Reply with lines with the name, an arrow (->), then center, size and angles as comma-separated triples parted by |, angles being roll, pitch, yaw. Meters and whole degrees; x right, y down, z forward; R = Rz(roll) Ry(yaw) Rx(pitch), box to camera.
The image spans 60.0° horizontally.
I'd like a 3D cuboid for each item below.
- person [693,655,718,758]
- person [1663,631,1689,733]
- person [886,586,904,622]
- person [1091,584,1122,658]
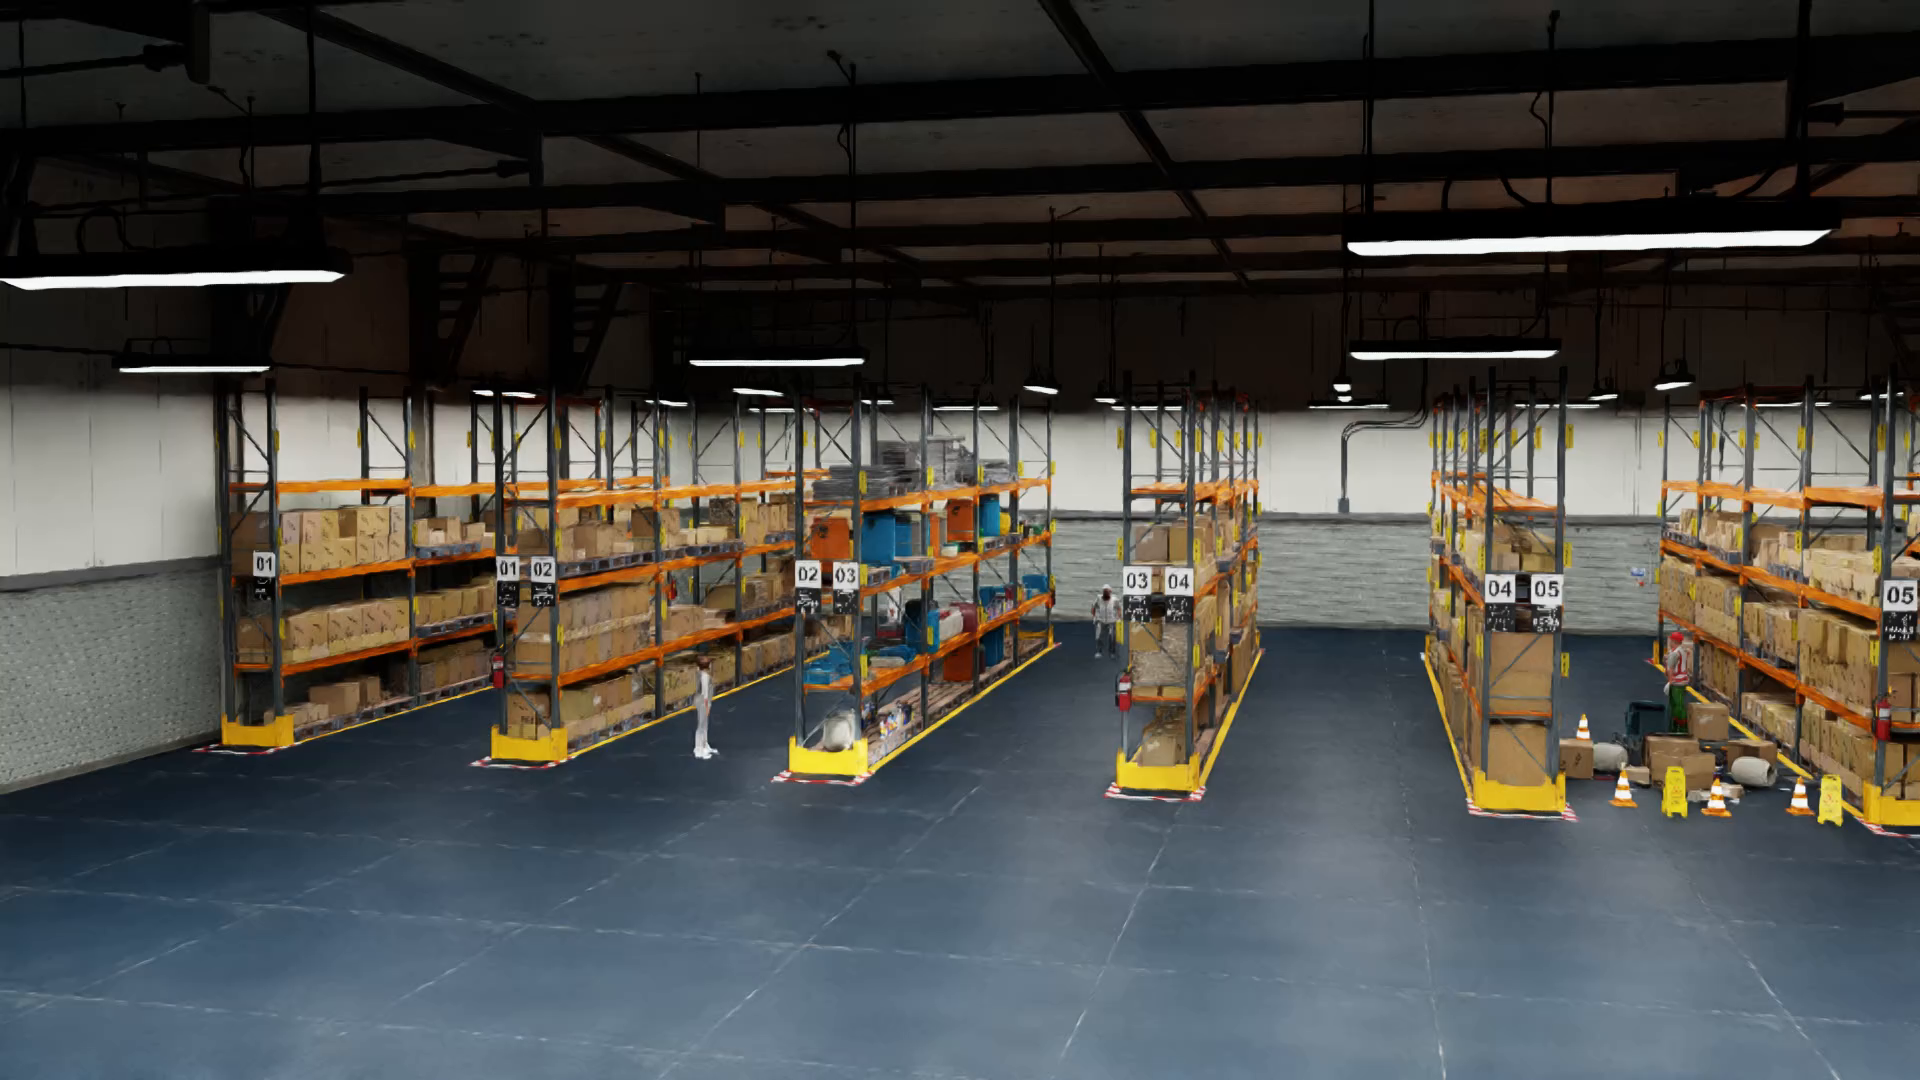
person -> -4.023, 2.615, 26.258 | 0.406, 1.600, 0.468 | -1, 4, -17
person -> 11.976, 2.420, 27.898 | 0.571, 1.786, 0.648 | 3, 4, 40
person -> -1.574, 1.657, 40.650 | 0.447, 1.782, 0.651 | 2, 4, 26
person -> 3.353, 1.858, 38.100 | 0.702, 1.735, 0.549 | 1, 3, 11
